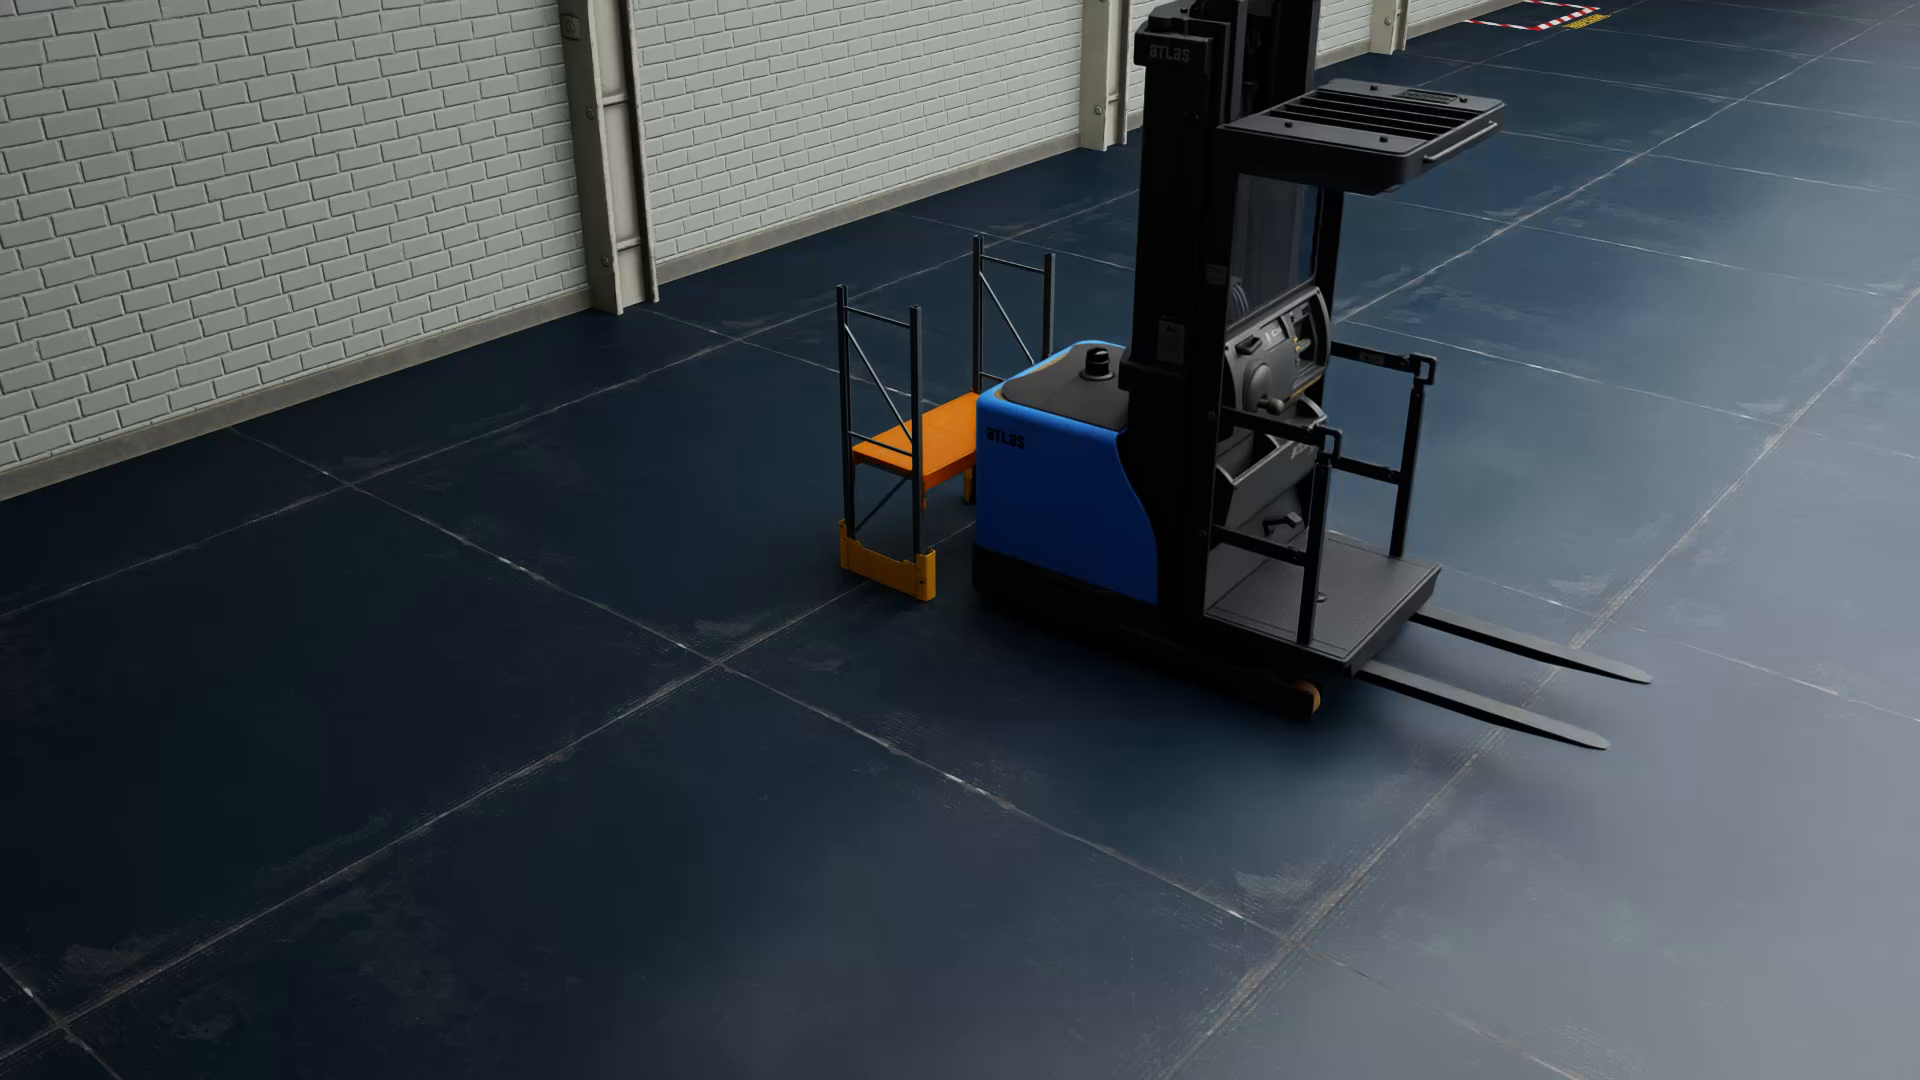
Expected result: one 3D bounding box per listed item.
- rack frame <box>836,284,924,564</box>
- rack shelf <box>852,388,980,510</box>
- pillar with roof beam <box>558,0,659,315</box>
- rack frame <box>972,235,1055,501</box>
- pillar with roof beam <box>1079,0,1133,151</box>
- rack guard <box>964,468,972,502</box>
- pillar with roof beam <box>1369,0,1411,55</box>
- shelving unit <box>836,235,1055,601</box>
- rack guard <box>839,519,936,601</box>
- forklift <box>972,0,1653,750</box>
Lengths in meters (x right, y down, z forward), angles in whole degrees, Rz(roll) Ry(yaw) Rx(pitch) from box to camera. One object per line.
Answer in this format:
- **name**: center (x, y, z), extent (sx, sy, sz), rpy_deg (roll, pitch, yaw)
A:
- **rack frame**: center (-0.378, -0.456, 7.999), extent (0.500, 1.500, 0.032), rpy_deg (21, 34, 34)
- **rack shelf**: center (-0.054, -0.476, 8.430), extent (0.538, 0.185, 1.000), rpy_deg (21, 34, 34)
- **pillar with roof beam**: center (0.890, -4.457, 7.572), extent (9.100, 9.000, 0.400), rpy_deg (21, 34, 34)
- **rack frame**: center (0.269, -0.816, 8.695), extent (0.500, 1.500, 0.032), rpy_deg (21, 34, 34)
- **pillar with roof beam**: center (4.706, -6.585, 11.684), extent (9.100, 9.000, 0.400), rpy_deg (21, 34, 34)
- **rack guard**: center (0.268, -0.261, 8.982), extent (0.587, 0.250, 0.087), rpy_deg (21, 34, 34)
- **pillar with roof beam**: center (8.523, -8.712, 15.797), extent (9.100, 9.000, 0.400), rpy_deg (21, 34, 34)
- **shelving unit**: center (-0.048, -0.639, 8.353), extent (0.587, 1.500, 1.083), rpy_deg (21, 34, 34)
- **rack guard**: center (-0.365, 0.093, 8.299), extent (0.587, 0.250, 0.087), rpy_deg (21, 34, 34)
- **forklift**: center (1.550, -0.799, 7.105), extent (3.031, 2.935, 1.130), rpy_deg (18, 33, 31)
